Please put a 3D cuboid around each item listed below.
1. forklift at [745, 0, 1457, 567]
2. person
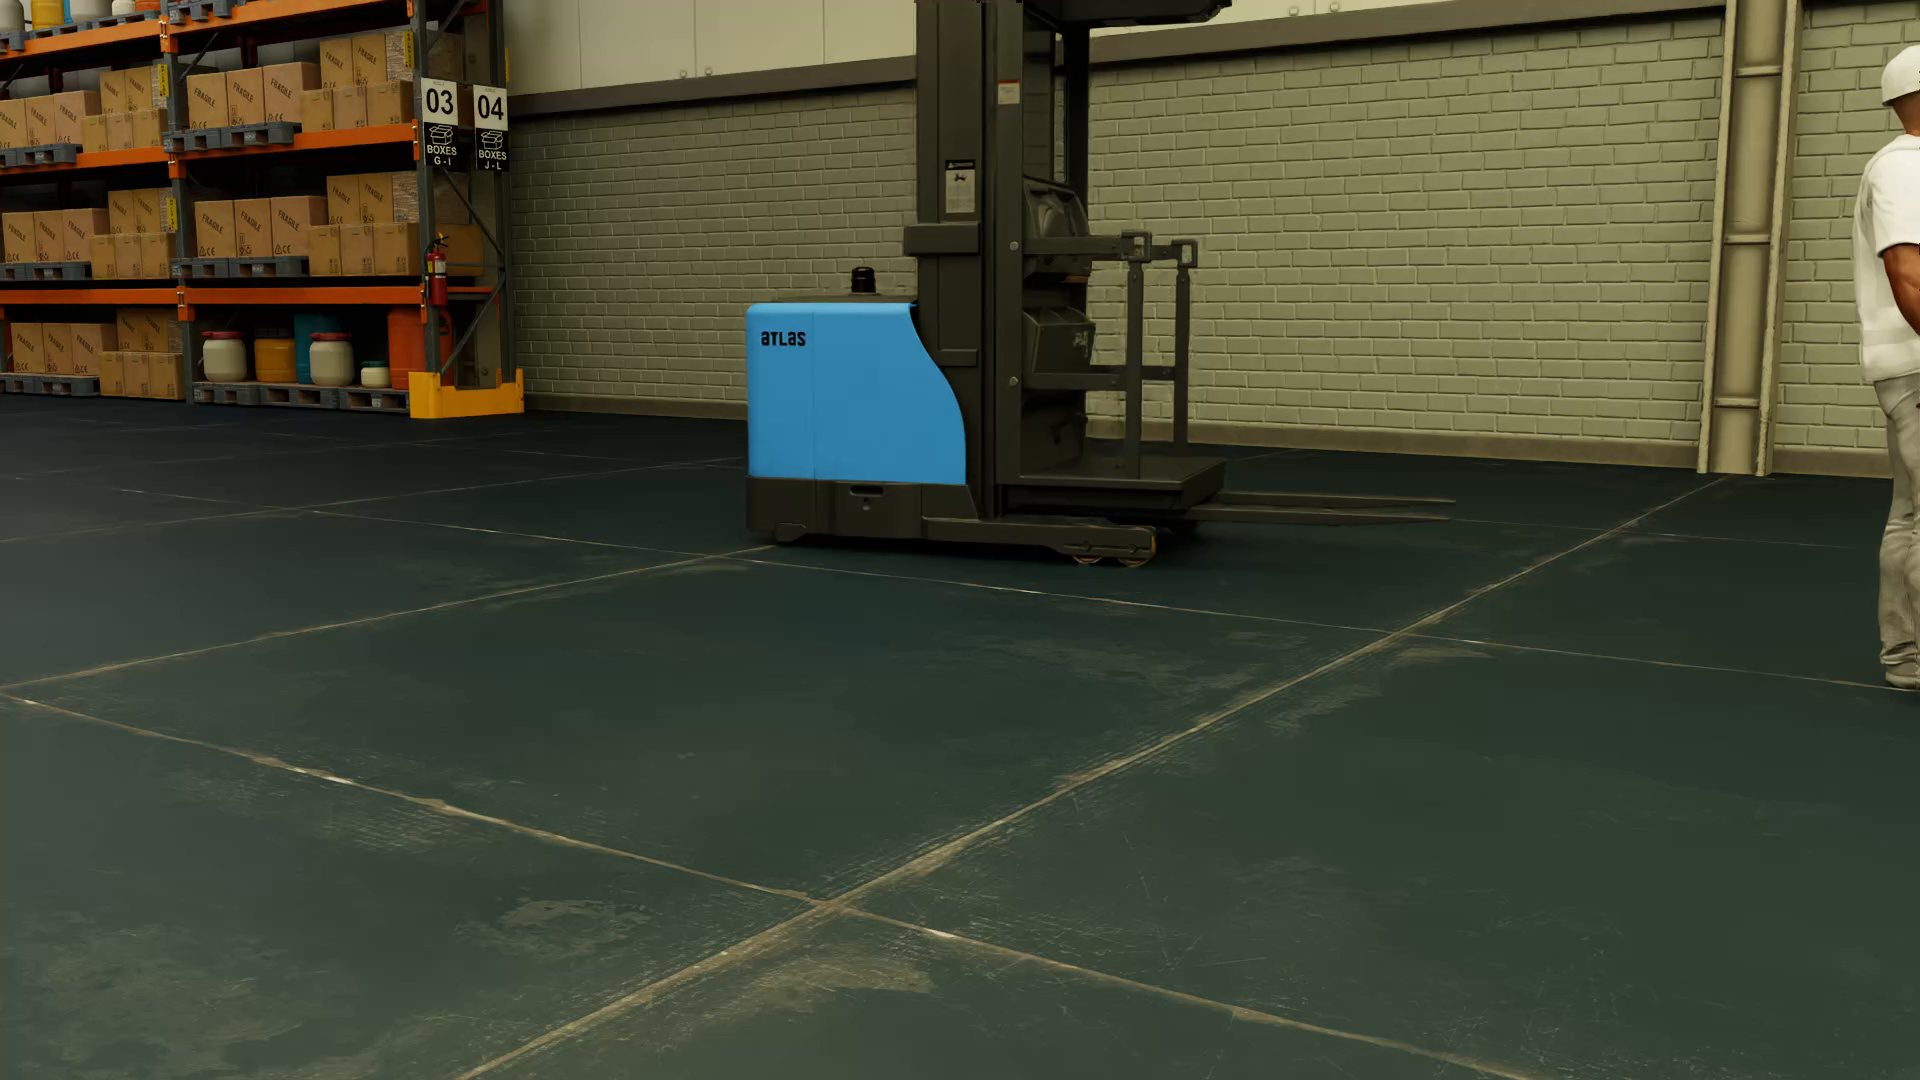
[{"bbox_3d":[0.614,-1.424,7.208,3.031,2.935,1.130,3,9,19],"label":"forklift"},{"bbox_3d":[2.712,-0.458,4.520,0.559,1.769,0.664,4,9,27],"label":"person"}]
